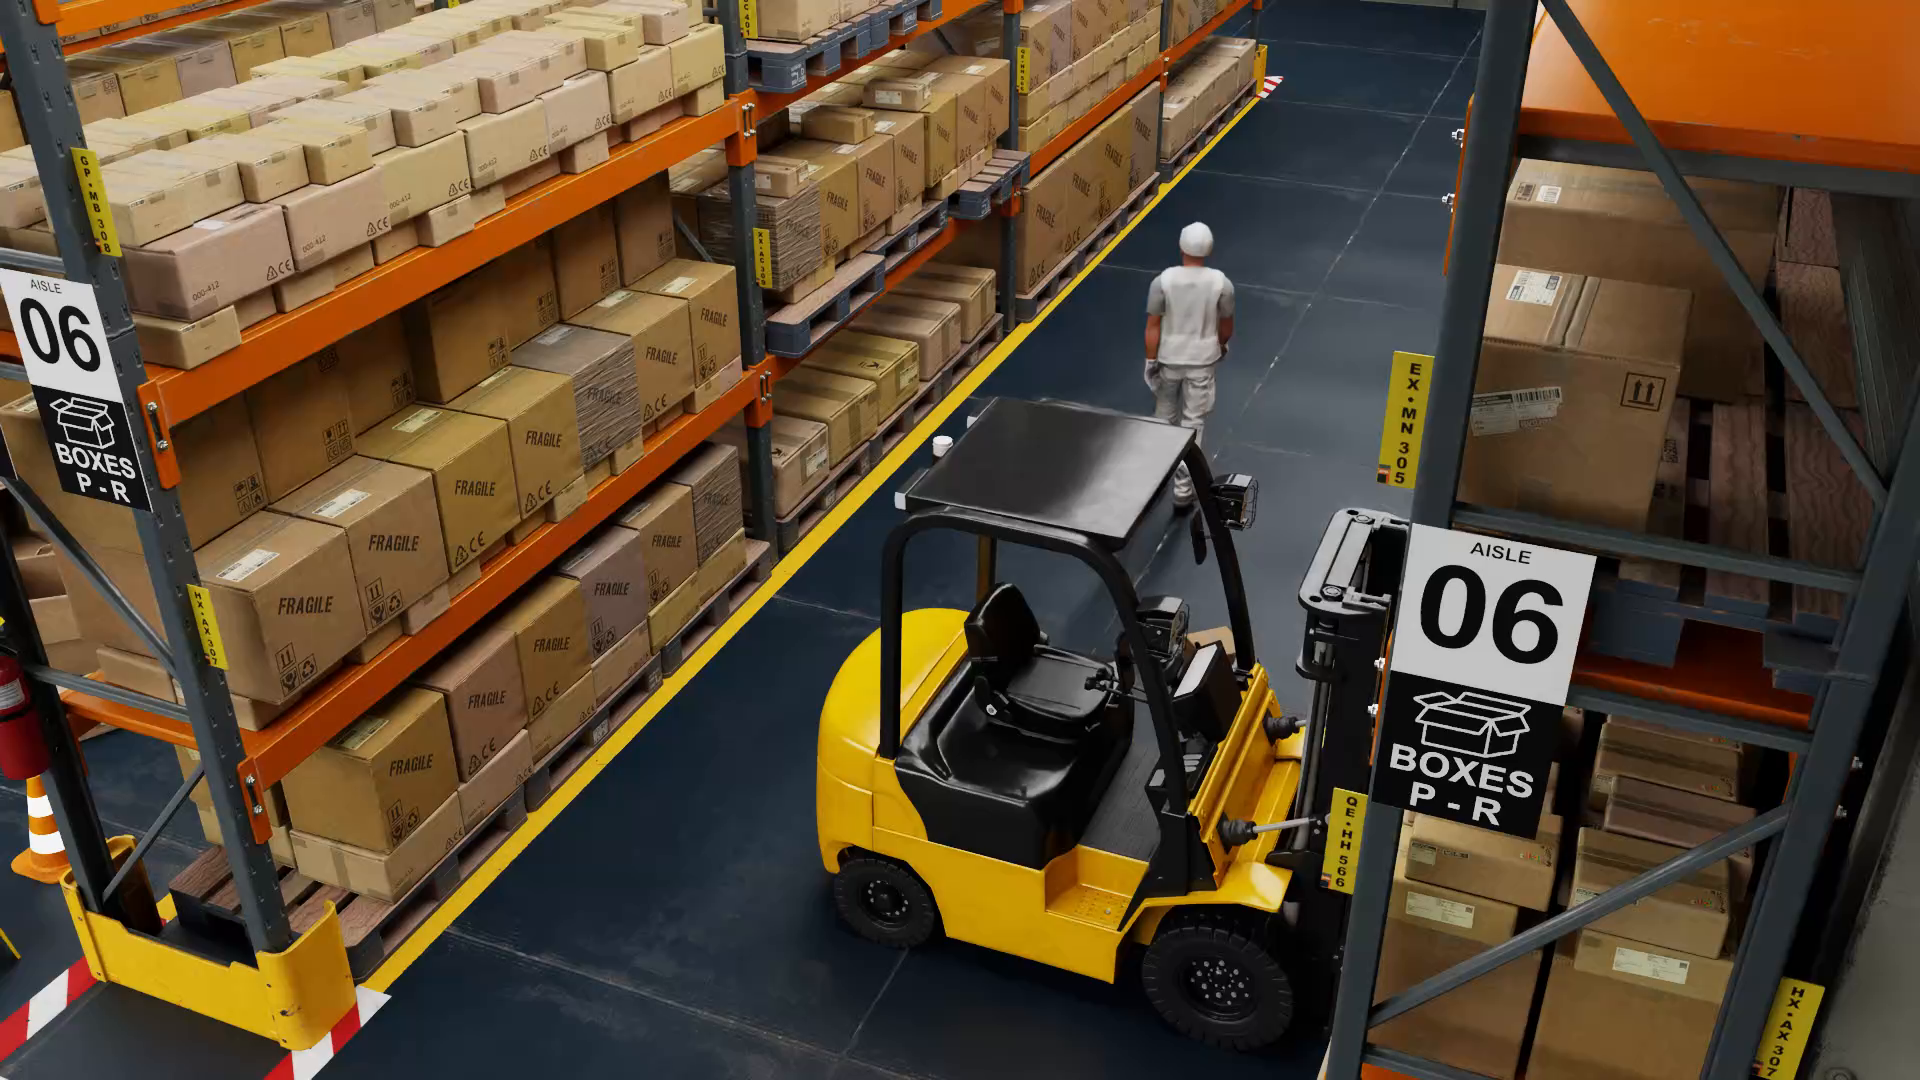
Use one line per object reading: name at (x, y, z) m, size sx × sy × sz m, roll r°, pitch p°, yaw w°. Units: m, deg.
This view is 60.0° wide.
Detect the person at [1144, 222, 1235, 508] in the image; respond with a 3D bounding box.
person at (1.437, -1.174, 10.429) m, size 0.524 × 1.755 × 0.960 m, roll 7°, pitch 30°, yaw 12°
